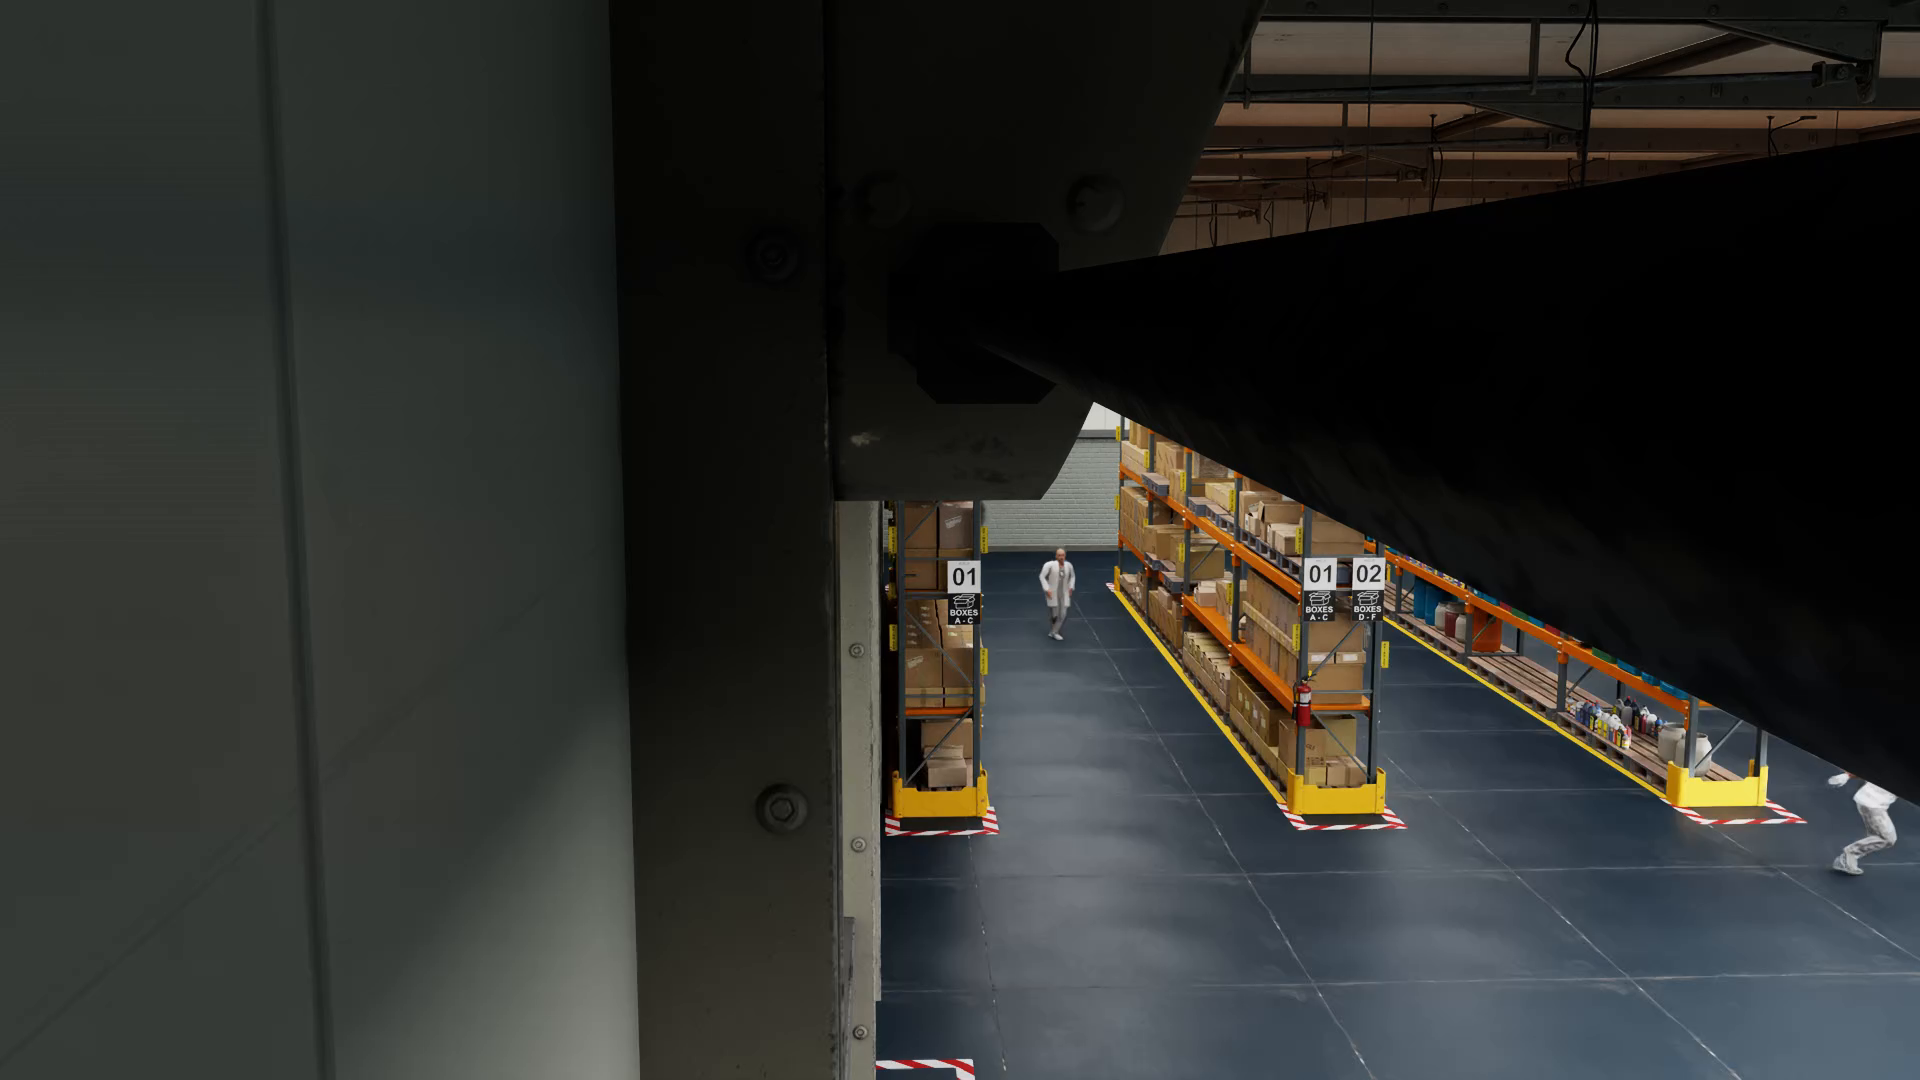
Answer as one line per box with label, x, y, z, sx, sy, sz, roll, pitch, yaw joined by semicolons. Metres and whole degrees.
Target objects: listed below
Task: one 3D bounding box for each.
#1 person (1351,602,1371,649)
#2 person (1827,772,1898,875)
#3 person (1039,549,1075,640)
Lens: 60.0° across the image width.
person;6.429;1.658;27.181;0.522;1.529;0.729;0;8;3
person;10.132;2.953;18.210;1.020;1.528;0.721;8;11;43
person;1.822;1.001;31.224;0.714;1.719;0.637;-2;8;-11
